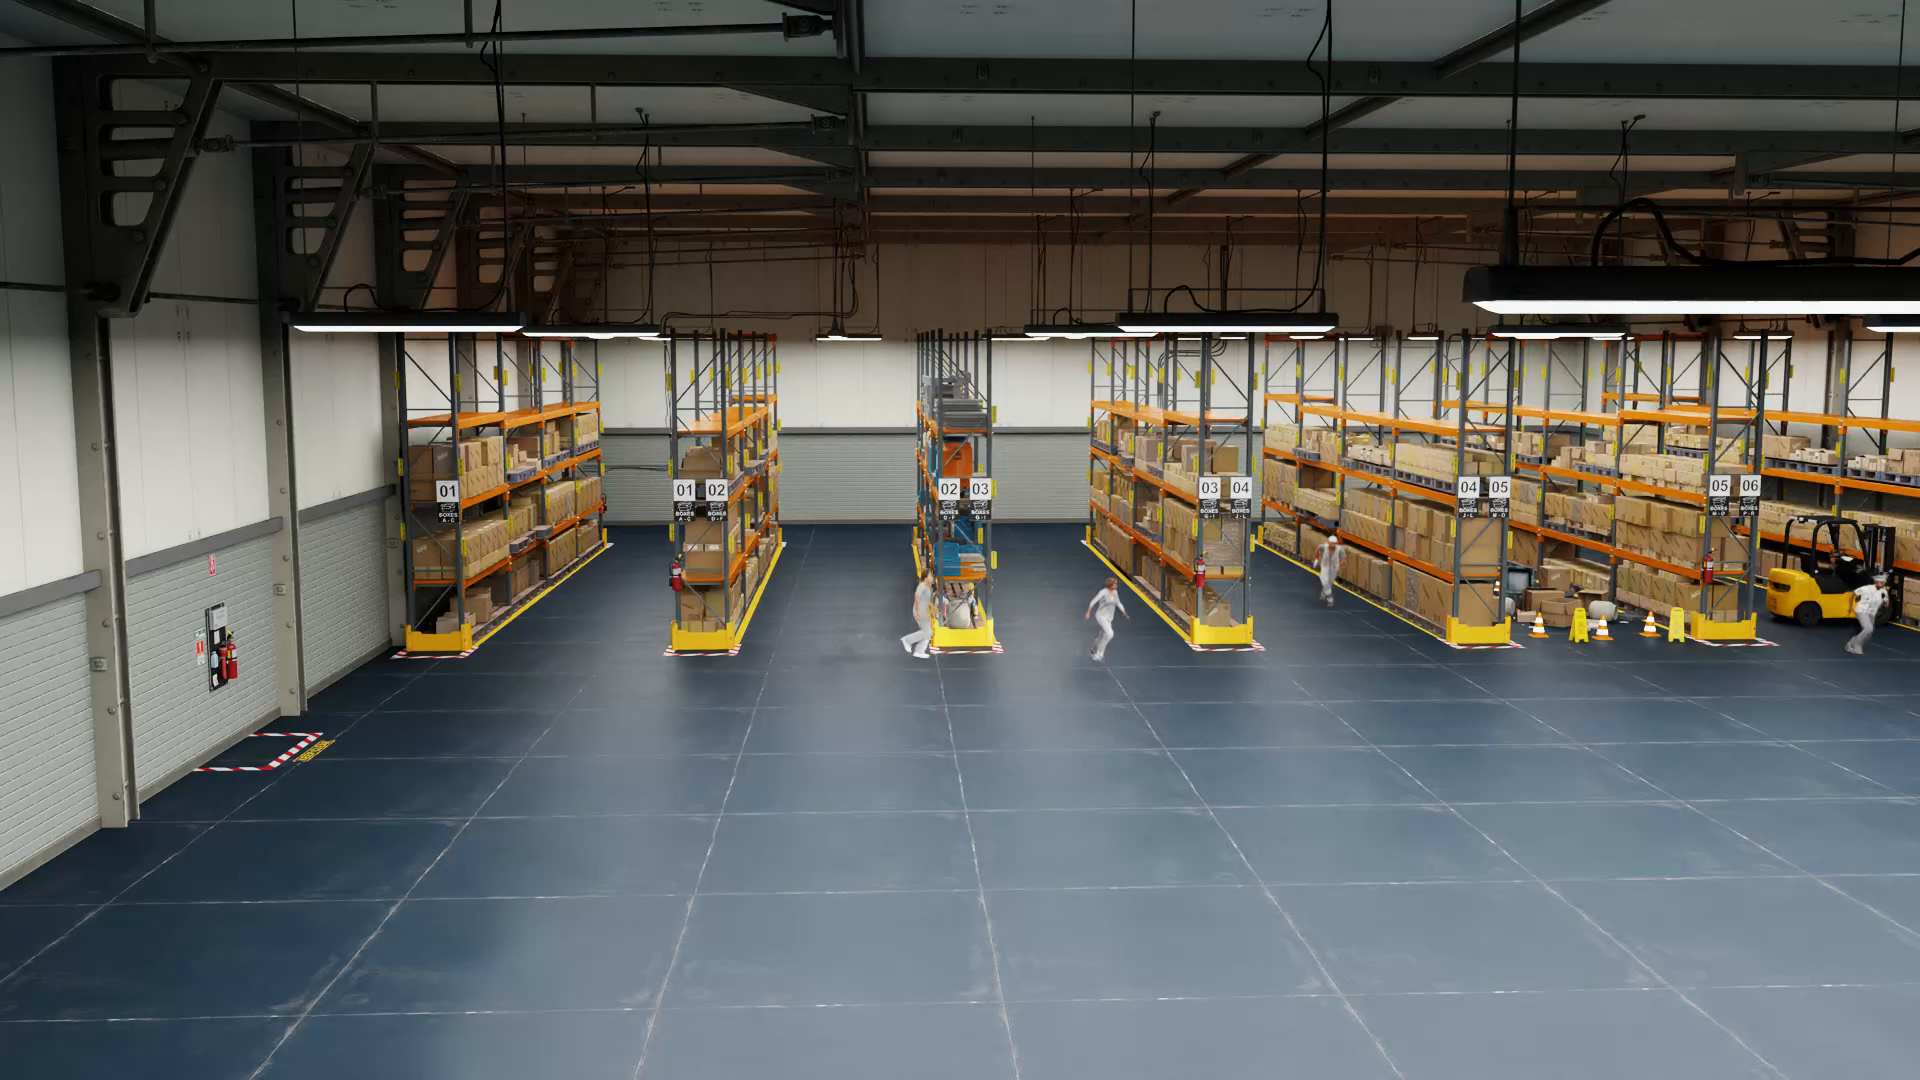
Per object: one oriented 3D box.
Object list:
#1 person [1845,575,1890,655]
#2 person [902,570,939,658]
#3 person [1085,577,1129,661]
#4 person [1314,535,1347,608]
[{"bbox_3d":[16.728,1.362,30.621,0.564,1.530,0.867,-2,7,-15],"label":"person"},{"bbox_3d":[-0.737,1.352,30.495,0.664,1.608,0.574,1,7,7],"label":"person"},{"bbox_3d":[2.657,1.433,29.931,0.514,1.541,0.775,-6,9,-43],"label":"person"},{"bbox_3d":[8.095,0.647,36.442,0.678,1.598,1.136,1,7,6],"label":"person"}]
